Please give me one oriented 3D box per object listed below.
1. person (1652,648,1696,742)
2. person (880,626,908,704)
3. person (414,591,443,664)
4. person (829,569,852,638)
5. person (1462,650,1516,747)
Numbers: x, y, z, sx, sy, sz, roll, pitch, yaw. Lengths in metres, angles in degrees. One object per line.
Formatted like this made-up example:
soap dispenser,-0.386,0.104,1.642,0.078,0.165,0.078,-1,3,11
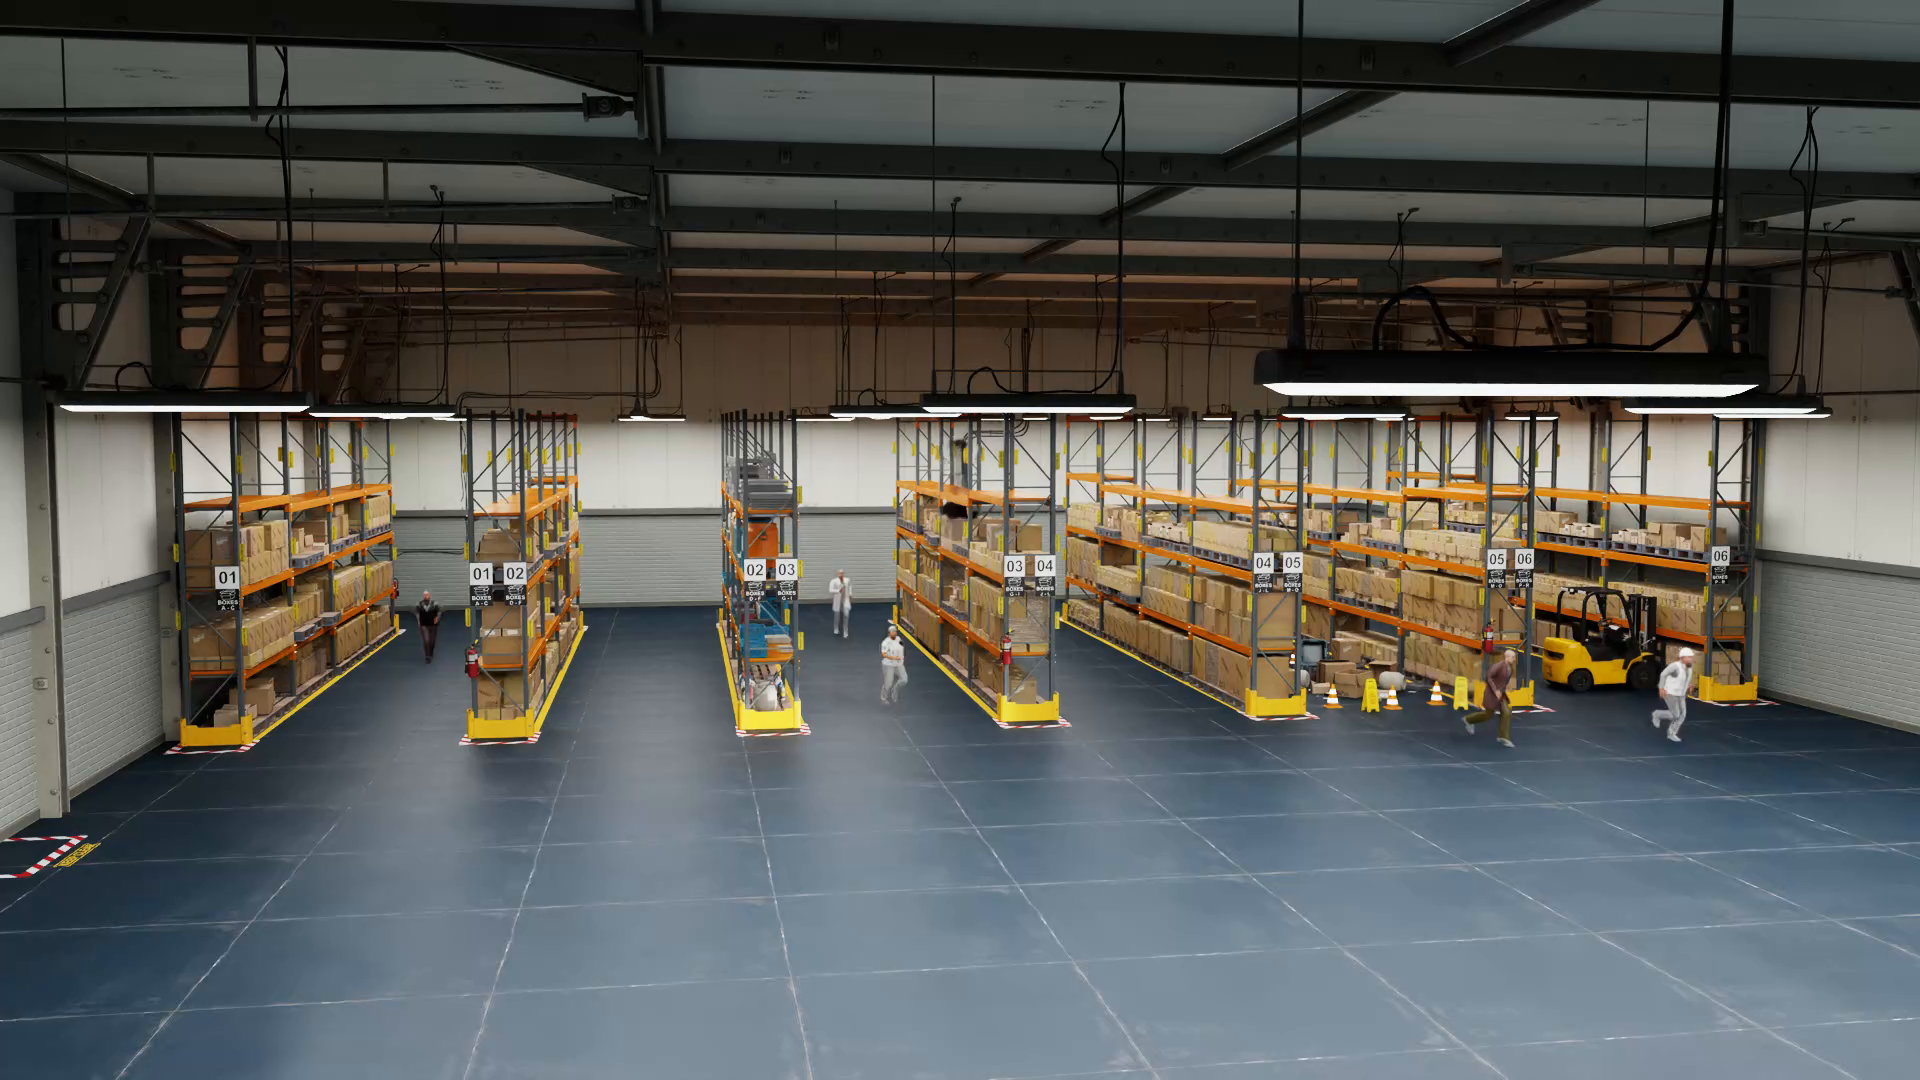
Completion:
person,12.961,2.788,30.179,0.653,1.710,0.802,-3,5,-33
person,-1.354,2.546,33.783,0.581,1.622,0.760,-2,5,-31
person,-12.812,2.084,40.099,0.660,1.734,0.765,-1,4,-16
person,-3.220,1.699,44.852,0.674,1.841,0.951,-1,4,-16
person,9.537,2.805,29.897,1.047,1.738,0.733,4,5,43
